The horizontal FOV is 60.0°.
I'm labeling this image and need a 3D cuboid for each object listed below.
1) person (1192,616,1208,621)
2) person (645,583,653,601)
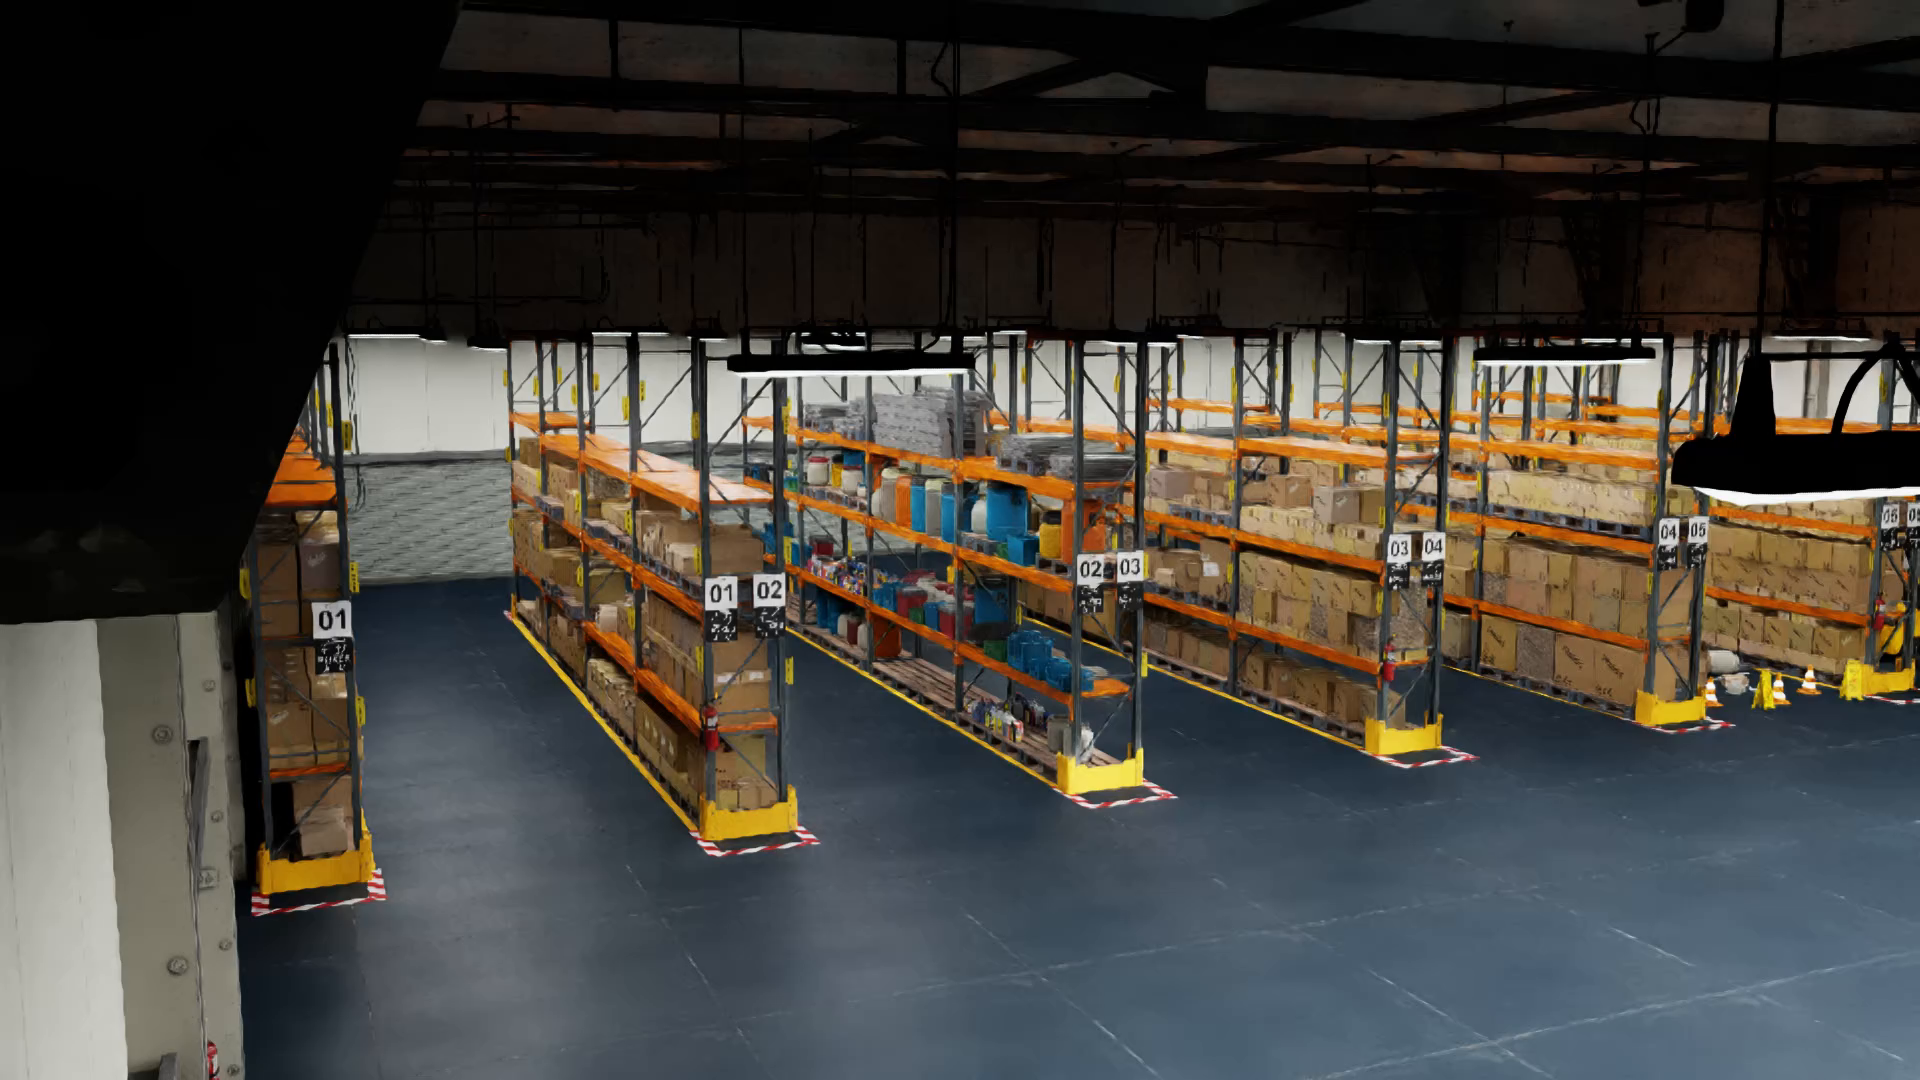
[{"bbox_3d":[5.055,0.815,34.413,0.552,1.664,0.573,0,8,2],"label":"person"},{"bbox_3d":[-6.063,1.134,32.368,0.419,1.594,0.640,-5,9,-34],"label":"person"}]
